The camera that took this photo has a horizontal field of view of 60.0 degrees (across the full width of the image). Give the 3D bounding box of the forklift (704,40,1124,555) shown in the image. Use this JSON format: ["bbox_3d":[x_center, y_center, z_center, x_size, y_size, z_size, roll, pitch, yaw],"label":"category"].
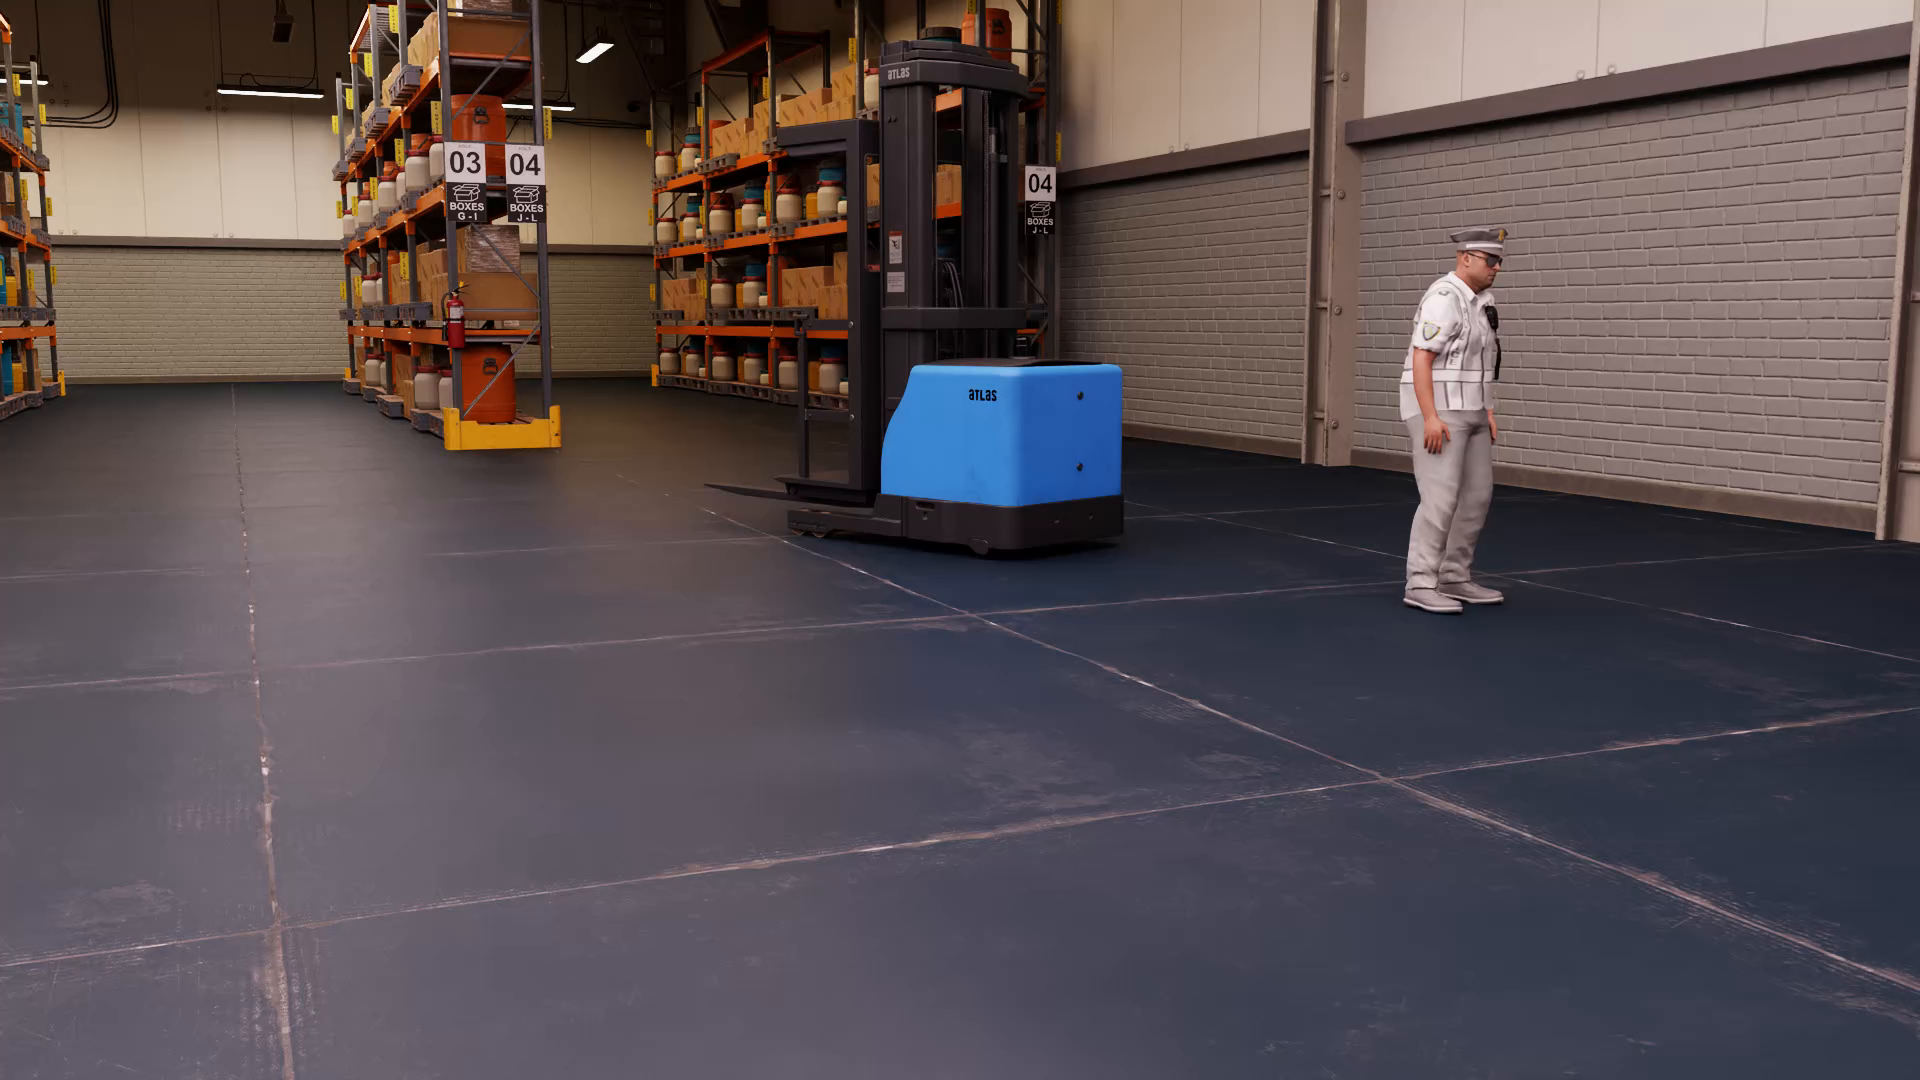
[{"bbox_3d":[-0.436,-1.509,10.383,3.031,2.935,1.130,7,10,44],"label":"forklift"}]

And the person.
[{"bbox_3d":[2.300,-0.568,7.763,0.587,1.748,0.433,-7,10,-43],"label":"person"}]
